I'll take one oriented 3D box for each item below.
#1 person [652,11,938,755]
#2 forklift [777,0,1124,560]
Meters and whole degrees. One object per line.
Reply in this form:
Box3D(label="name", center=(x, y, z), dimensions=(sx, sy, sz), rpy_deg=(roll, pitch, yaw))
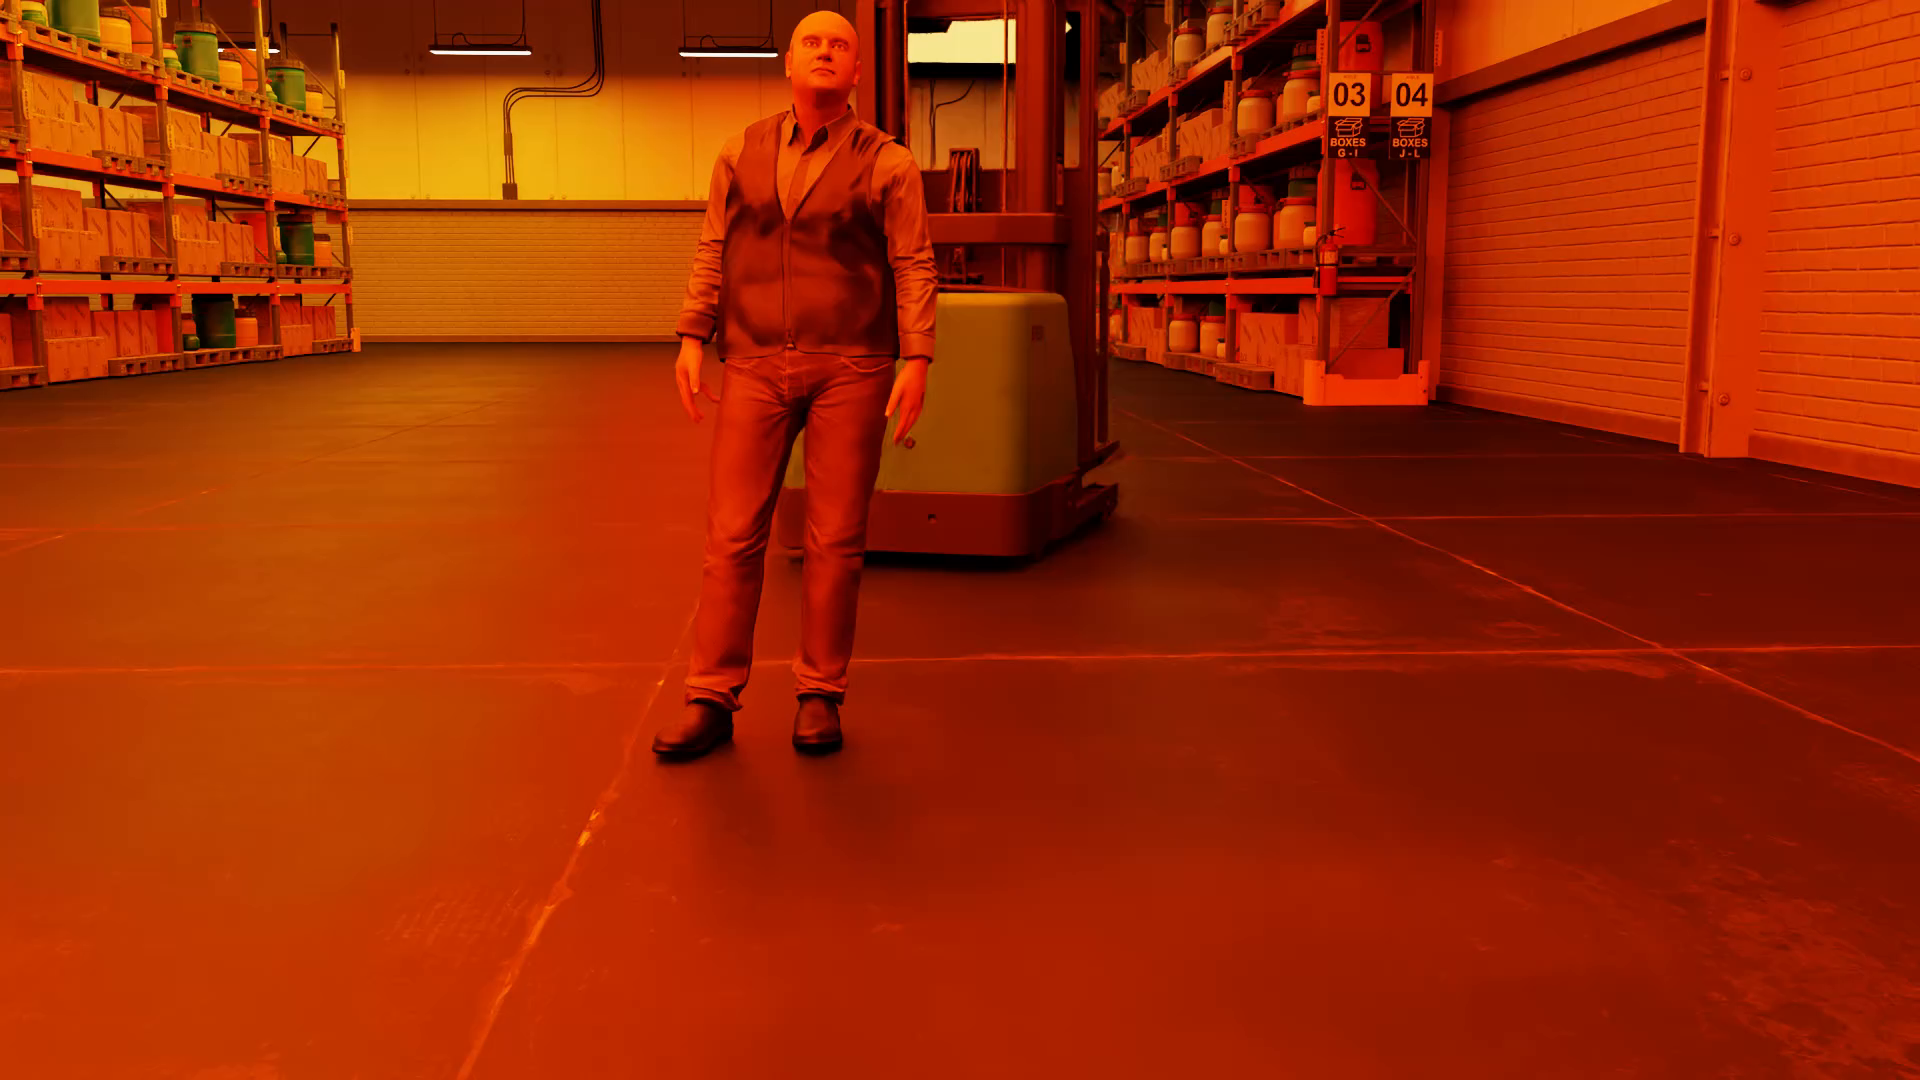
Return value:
Box3D(label="person", center=(-0.382, -0.376, 3.932), dimensions=(0.631, 1.720, 0.568), rpy_deg=(1, 9, 8))
Box3D(label="forklift", center=(0.142, -1.546, 7.744), dimensions=(1.130, 2.935, 3.031), rpy_deg=(2, 9, 15))
